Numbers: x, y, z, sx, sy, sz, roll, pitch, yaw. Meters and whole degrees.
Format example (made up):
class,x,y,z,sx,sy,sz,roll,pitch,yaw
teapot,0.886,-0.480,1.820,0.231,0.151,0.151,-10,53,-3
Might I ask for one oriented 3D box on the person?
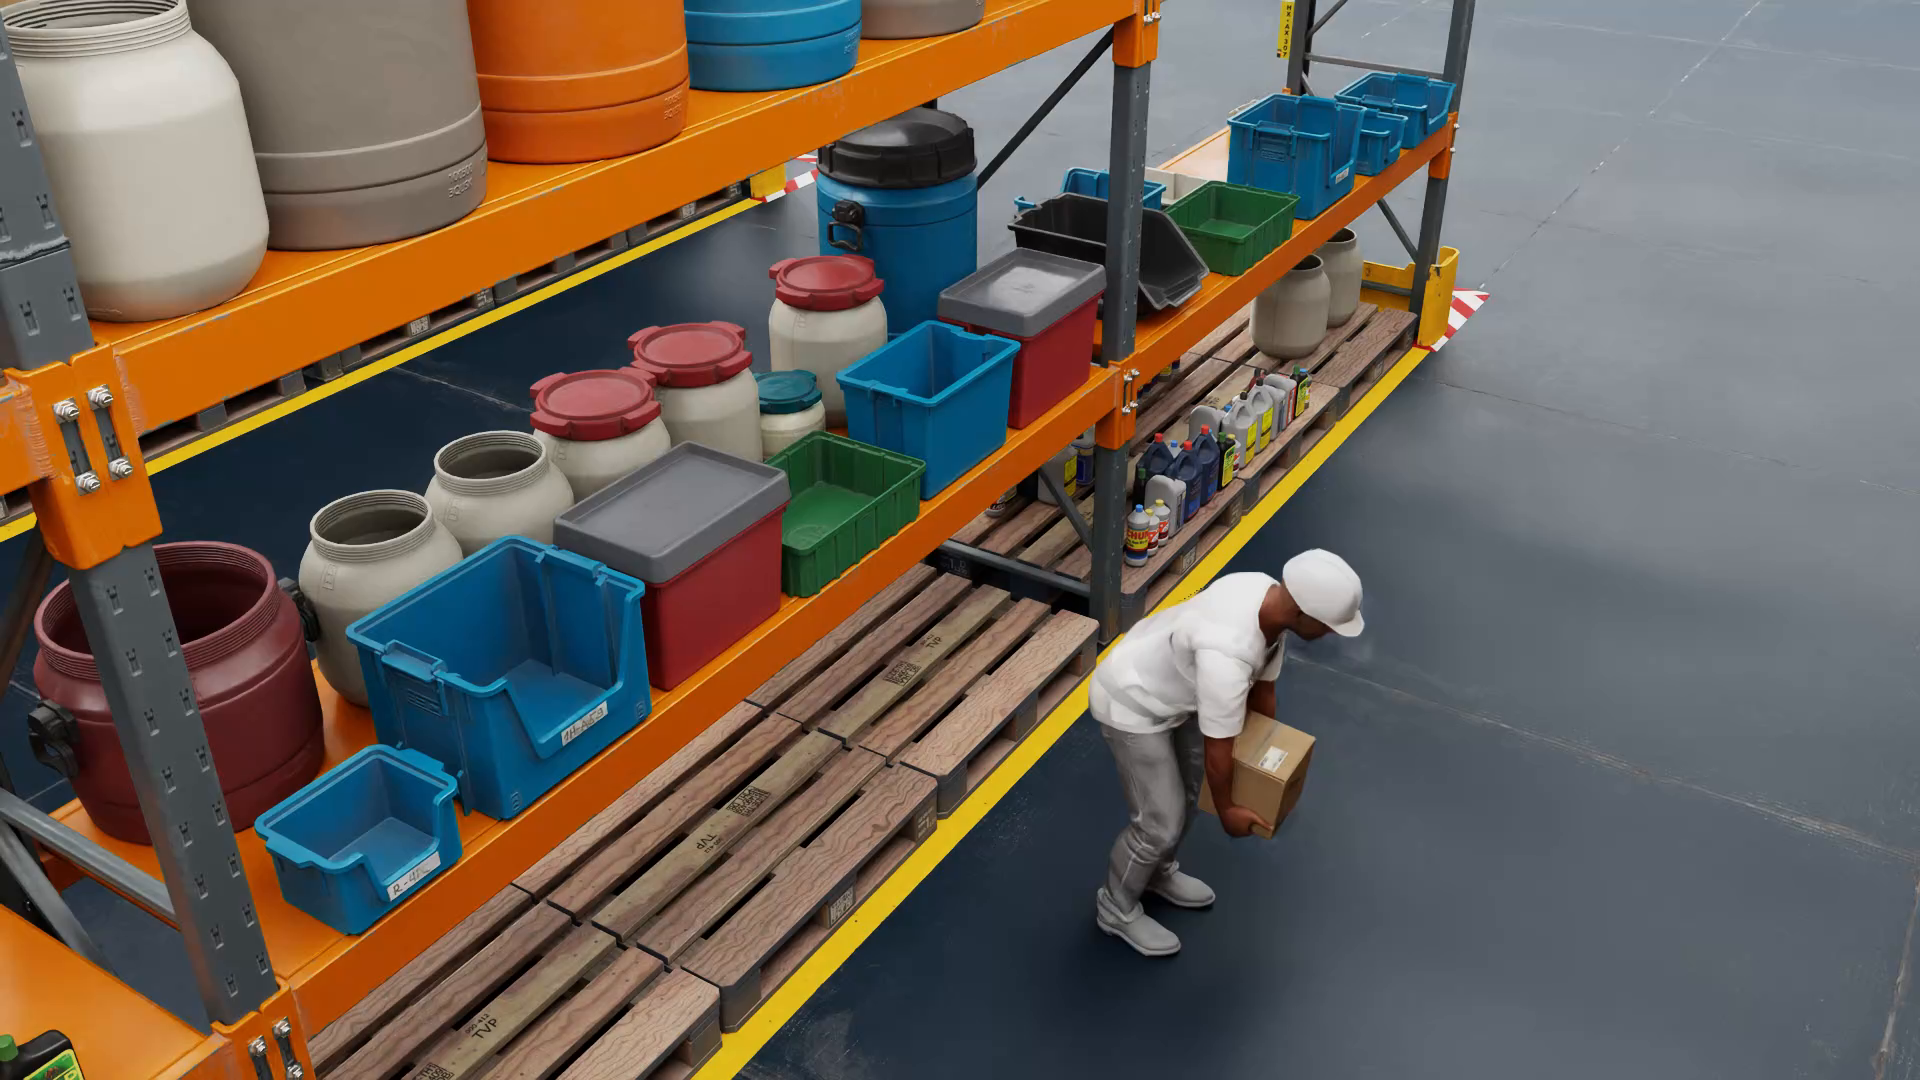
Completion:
class,x,y,z,sx,sy,sz,roll,pitch,yaw
person,0.805,0.638,5.223,0.799,1.554,0.477,17,34,26
